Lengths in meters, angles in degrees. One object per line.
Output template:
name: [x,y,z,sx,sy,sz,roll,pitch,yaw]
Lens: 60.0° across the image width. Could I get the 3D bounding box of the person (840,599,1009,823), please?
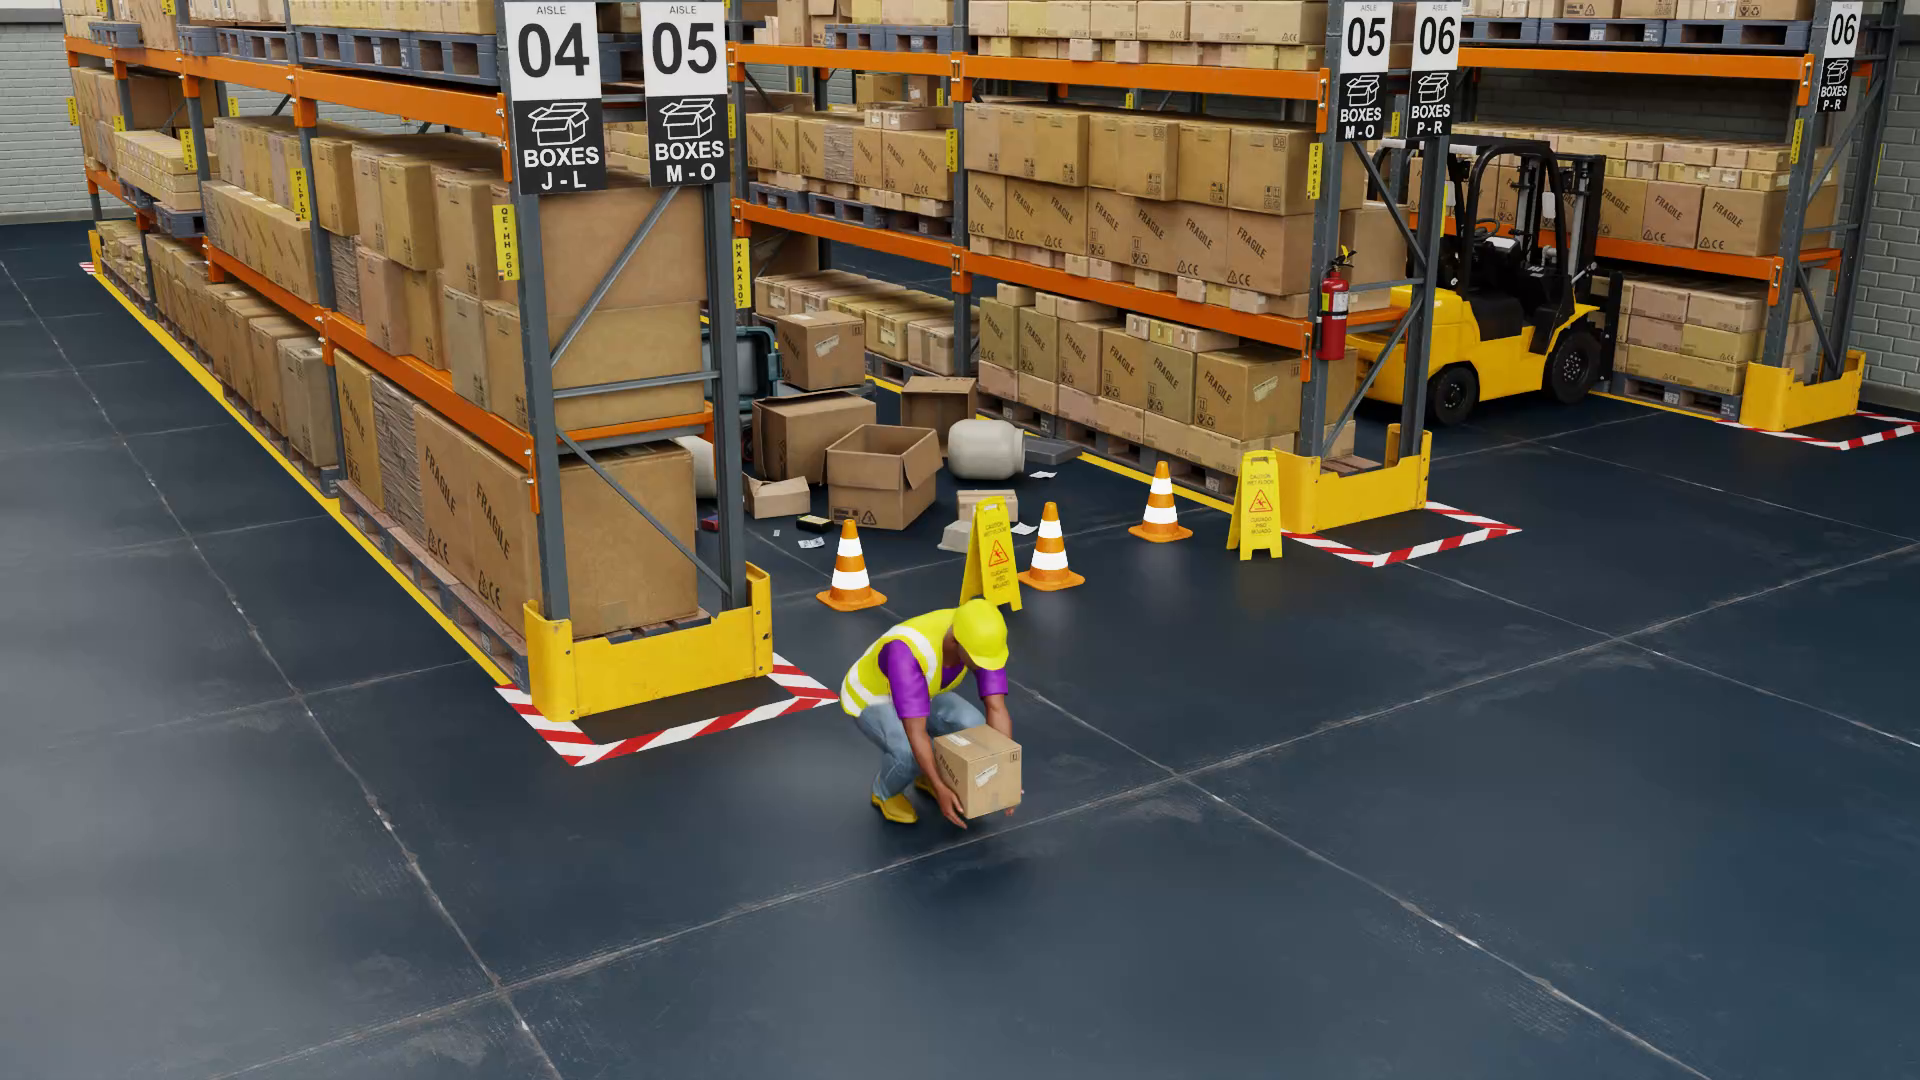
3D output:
person: [-0.110,0.643,6.774,0.553,1.011,0.823,-12,21,-32]
